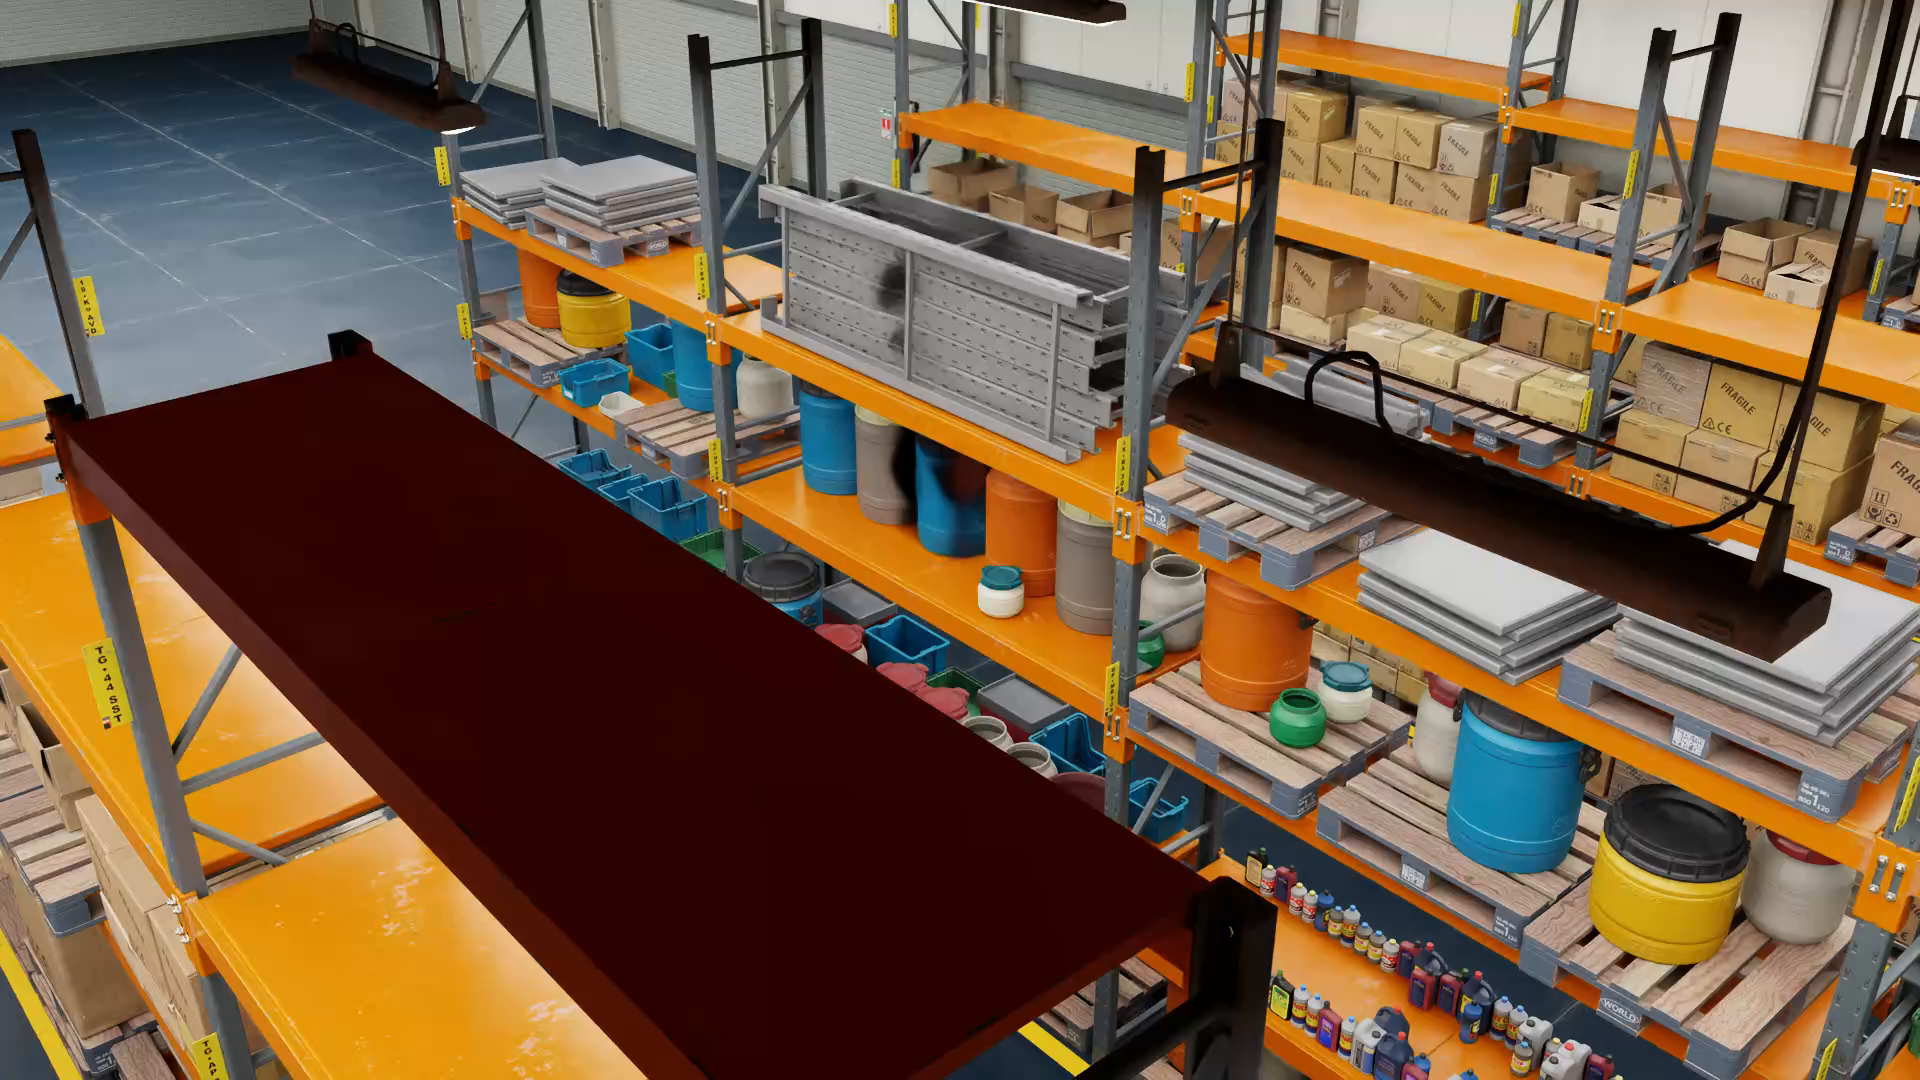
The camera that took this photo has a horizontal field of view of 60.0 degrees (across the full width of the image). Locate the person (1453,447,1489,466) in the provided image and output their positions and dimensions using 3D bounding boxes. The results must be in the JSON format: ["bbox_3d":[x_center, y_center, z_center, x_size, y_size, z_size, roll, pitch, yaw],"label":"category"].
[{"bbox_3d":[4.802,-0.326,16.363,0.575,1.679,0.657,24,35,38],"label":"person"}]

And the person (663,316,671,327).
[{"bbox_3d":[-3.360,-1.916,19.520,0.504,1.660,0.615,-4,27,-8],"label":"person"}]
